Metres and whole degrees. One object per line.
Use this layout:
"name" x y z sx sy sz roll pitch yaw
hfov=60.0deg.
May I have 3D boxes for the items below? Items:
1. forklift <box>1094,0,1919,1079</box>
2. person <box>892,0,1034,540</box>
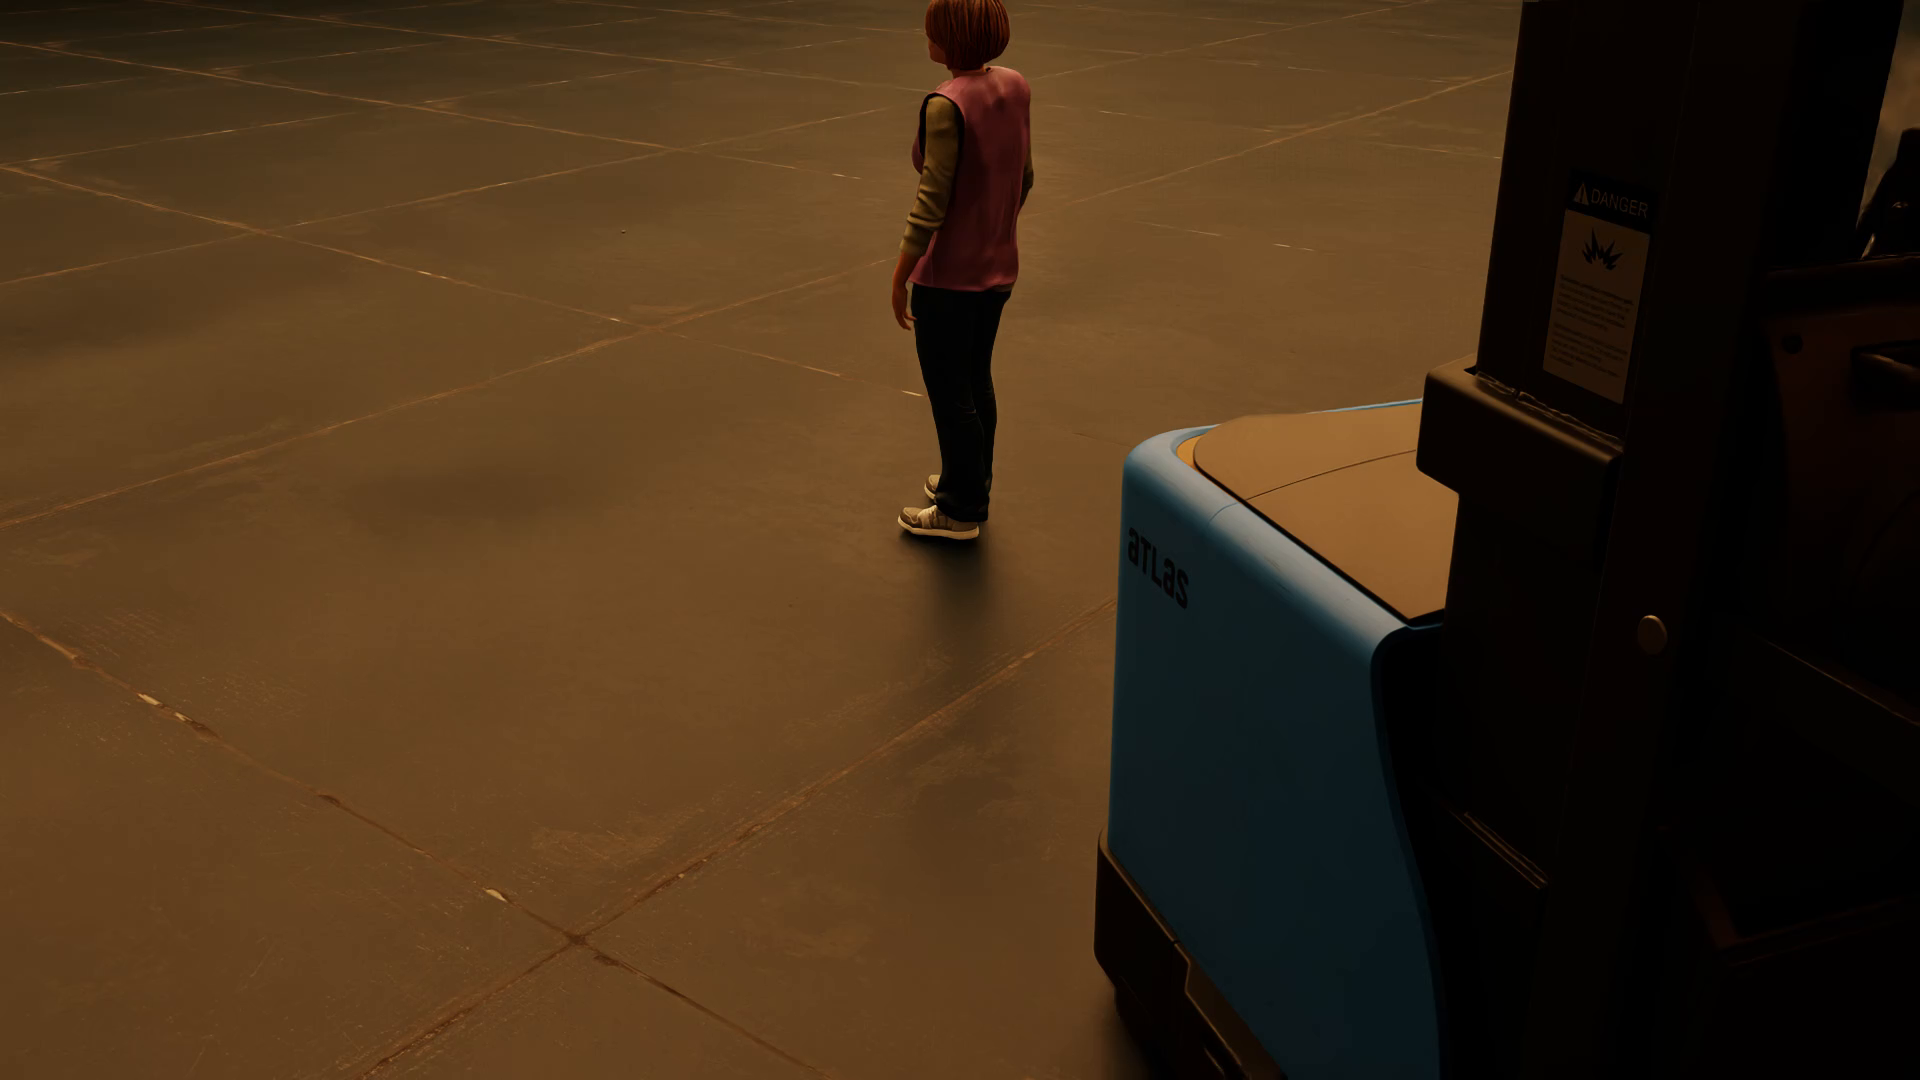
"forklift" 1.228 -0.048 1.439 1.130 2.935 3.031 -8 25 -18
"person" -0.051 -0.761 4.745 0.473 1.599 0.521 17 29 34
